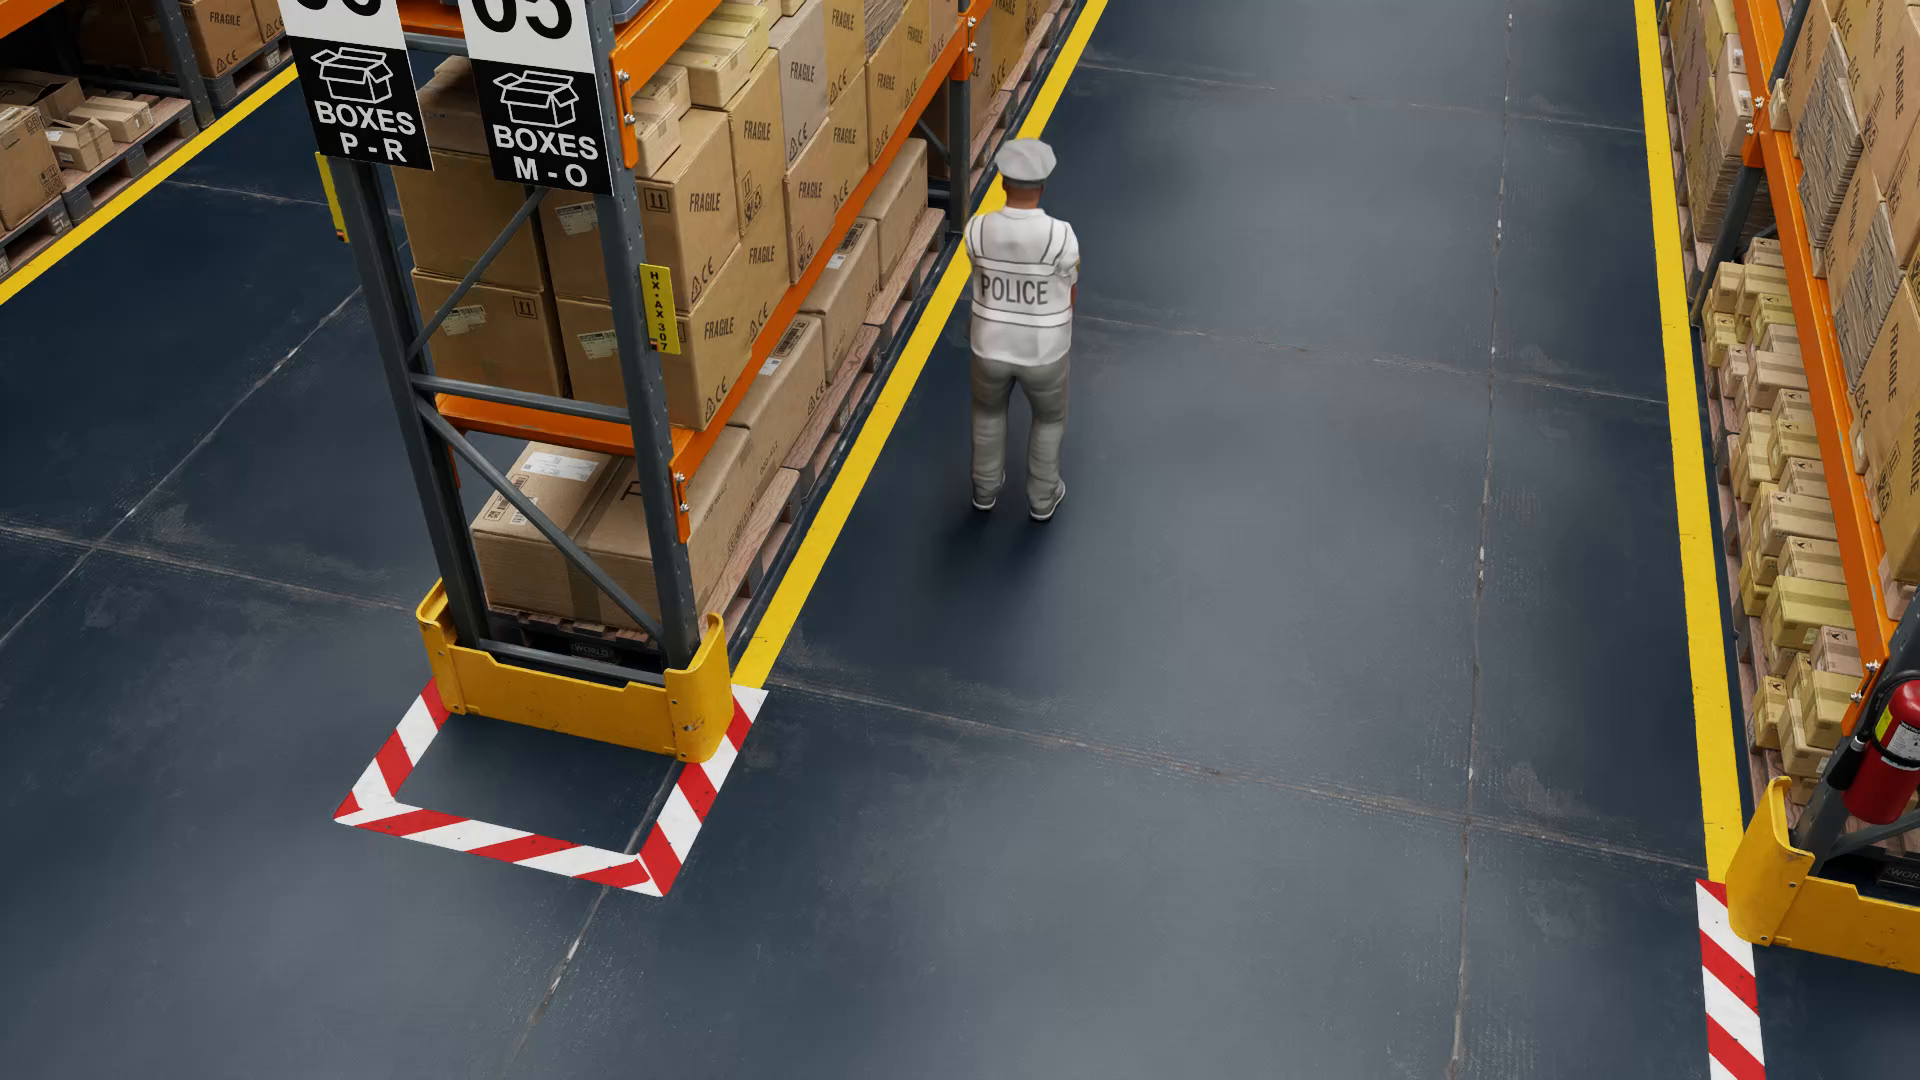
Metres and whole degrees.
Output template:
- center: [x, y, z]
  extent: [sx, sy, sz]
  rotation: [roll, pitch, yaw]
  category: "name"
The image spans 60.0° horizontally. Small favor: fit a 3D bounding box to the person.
- center: [0.263, -0.895, 7.196]
  extent: [0.486, 1.753, 0.589]
  rotation: [9, 42, 11]
  category: "person"
